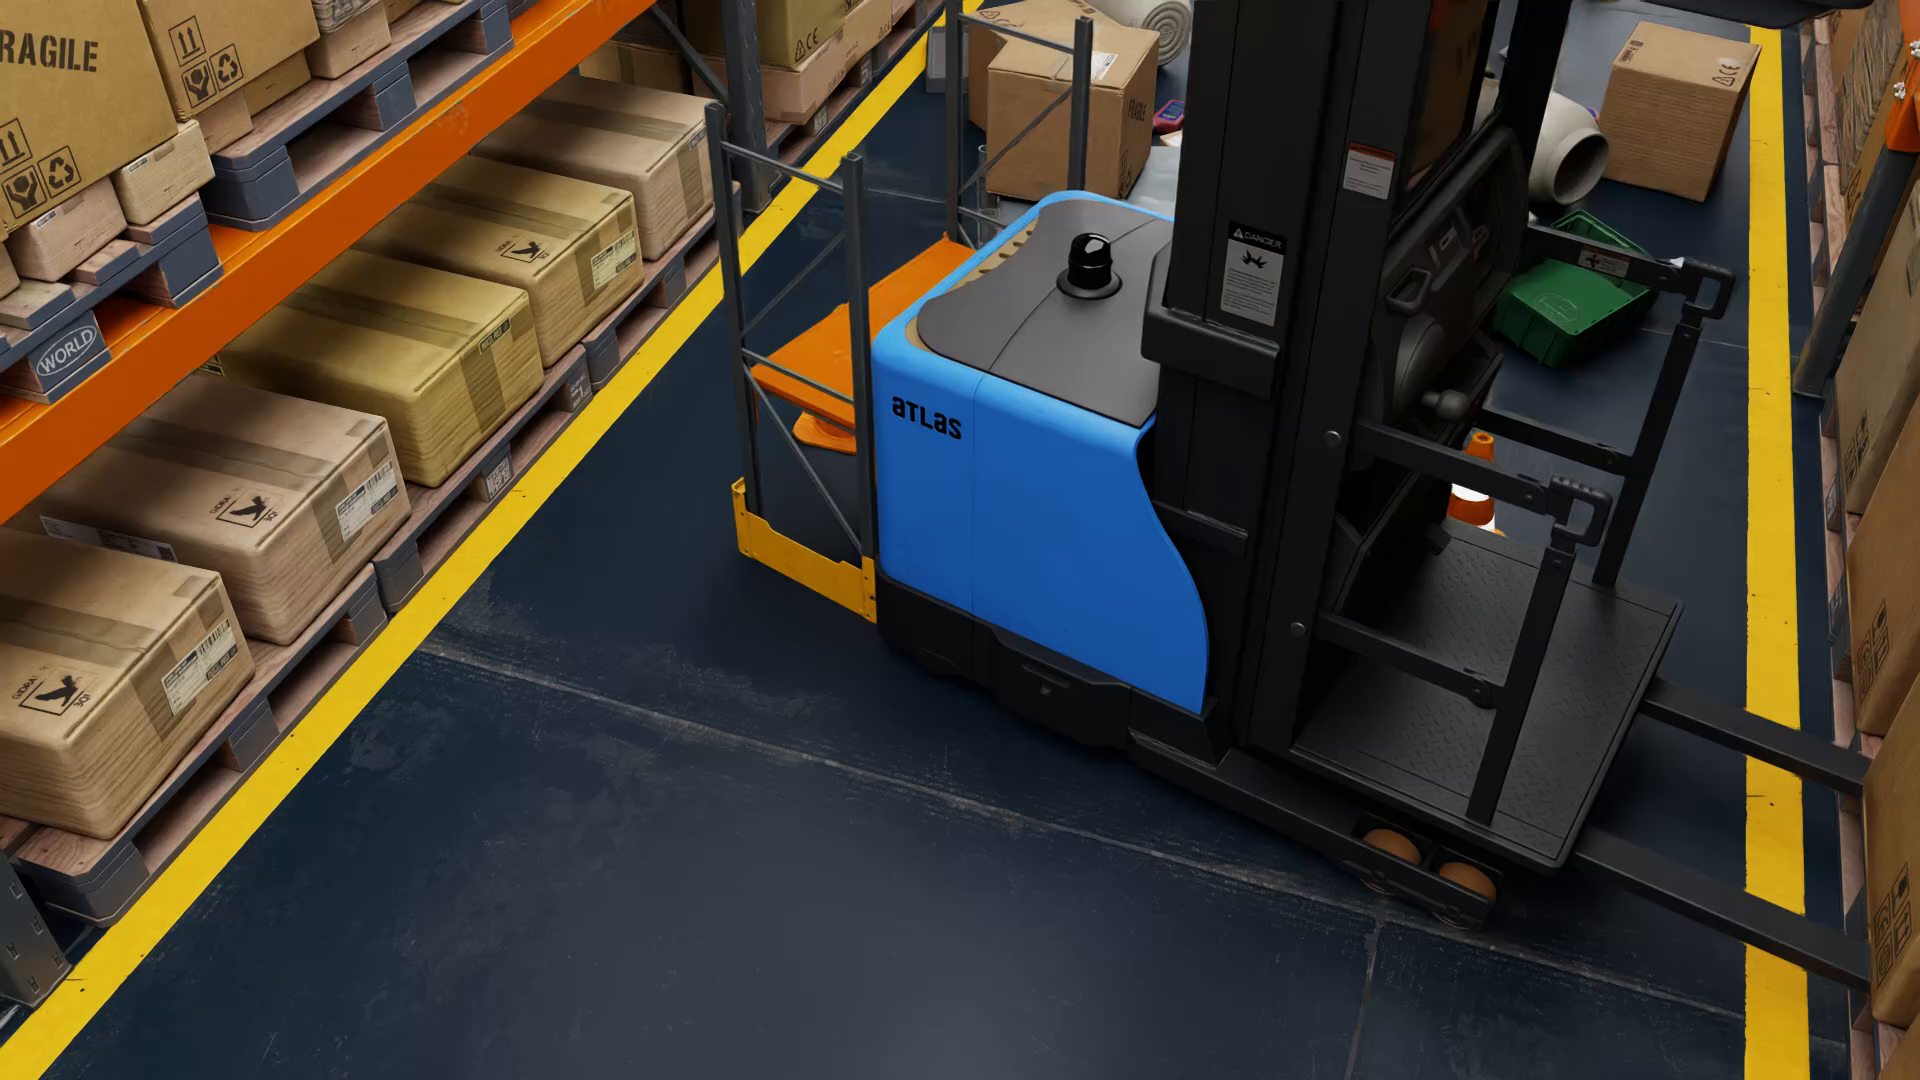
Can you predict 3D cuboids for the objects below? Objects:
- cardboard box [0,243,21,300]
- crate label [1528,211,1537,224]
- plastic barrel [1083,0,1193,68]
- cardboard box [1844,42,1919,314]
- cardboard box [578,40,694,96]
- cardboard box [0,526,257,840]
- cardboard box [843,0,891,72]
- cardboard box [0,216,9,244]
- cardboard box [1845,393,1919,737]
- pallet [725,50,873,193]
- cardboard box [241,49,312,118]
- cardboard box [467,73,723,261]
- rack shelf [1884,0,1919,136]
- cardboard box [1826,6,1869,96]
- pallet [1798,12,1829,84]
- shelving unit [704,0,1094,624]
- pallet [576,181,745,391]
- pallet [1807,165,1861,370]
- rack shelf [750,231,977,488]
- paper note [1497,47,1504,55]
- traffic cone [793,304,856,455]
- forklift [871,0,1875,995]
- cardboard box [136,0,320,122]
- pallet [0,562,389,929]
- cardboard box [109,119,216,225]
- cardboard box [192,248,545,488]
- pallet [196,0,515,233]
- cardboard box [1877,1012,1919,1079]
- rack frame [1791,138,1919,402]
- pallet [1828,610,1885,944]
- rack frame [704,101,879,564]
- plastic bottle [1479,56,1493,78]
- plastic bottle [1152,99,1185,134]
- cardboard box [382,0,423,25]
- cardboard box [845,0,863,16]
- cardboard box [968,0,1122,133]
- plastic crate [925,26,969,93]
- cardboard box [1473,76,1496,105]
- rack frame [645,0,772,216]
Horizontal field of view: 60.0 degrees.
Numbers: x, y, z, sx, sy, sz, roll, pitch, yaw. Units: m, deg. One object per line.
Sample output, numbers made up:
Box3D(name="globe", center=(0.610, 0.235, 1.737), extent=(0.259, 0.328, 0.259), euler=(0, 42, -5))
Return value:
Box3D(name="cardboard box", center=(-2.223, -0.560, 3.465), extent=(0.380, 0.149, 0.250), euler=(11, 42, 12))
Box3D(name="crate label", center=(2.139, -1.251, 6.611), extent=(0.298, 0.136, 0.250), euler=(-13, 42, -15))
Box3D(name="plastic barrel", center=(0.814, -2.477, 7.828), extent=(0.421, 0.421, 0.512), euler=(-21, 45, -22))
Box3D(name="cardboard box", center=(3.697, -1.296, 5.772), extent=(0.875, 0.875, 0.875), euler=(14, 42, 16))
Box3D(name="cardboard box", center=(-1.320, -2.148, 7.251), extent=(0.500, 0.250, 0.500), euler=(15, 43, 17))
Box3D(name="cardboard box", center=(-2.435, 0.324, 4.261), extent=(0.950, 0.372, 0.625), euler=(11, 42, 12))
Box3D(name="cardboard box", center=(-0.642, -2.355, 7.495), extent=(0.500, 0.250, 0.500), euler=(16, 43, 18))
Box3D(name="cardboard box", center=(-2.266, -0.708, 3.139), extent=(0.500, 0.500, 0.500), euler=(12, 42, 14))
Box3D(name="cardboard box", center=(2.955, 0.106, 4.225), extent=(1.050, 0.750, 0.750), euler=(13, 42, 15))
Box3D(name="pallet", center=(-1.073, -1.970, 7.397), extent=(1.003, 0.211, 1.213), euler=(13, 42, 15))
Box3D(name="cardboard box", center=(-1.904, -1.225, 4.245), extent=(0.380, 0.149, 0.250), euler=(15, 43, 17))
Box3D(name="cardboard box", center=(-1.447, -1.453, 6.343), extent=(0.950, 0.372, 0.625), euler=(14, 42, 16))
Box3D(name="rack shelf", center=(4.100, -2.523, 6.450), extent=(1.077, 0.370, 4.000), euler=(13, 42, 15))
Box3D(name="cardboard box", center=(4.316, -2.402, 7.068), extent=(0.875, 0.875, 0.875), euler=(13, 42, 14))
Box3D(name="pallet", center=(4.584, -2.450, 7.960), extent=(1.003, 0.211, 1.213), euler=(13, 42, 15))
Box3D(name="shelving unit", center=(-0.145, -0.707, 4.923), extent=(0.587, 1.500, 1.083), euler=(26, 47, 27))
Box3D(name="pallet", center=(-1.535, -1.078, 6.350), extent=(1.003, 0.211, 1.213), euler=(13, 42, 15))
Box3D(name="pallet", center=(3.750, -0.962, 6.215), extent=(1.003, 0.211, 1.213), euler=(13, 42, 15))
Box3D(name="rack shelf", center=(-0.139, -0.574, 5.045), extent=(0.538, 0.185, 1.000), euler=(26, 47, 27))
Box3D(name="paper note", center=(2.667, -2.332, 7.961), extent=(0.144, 0.017, 0.142), euler=(29, 48, 29))
Box3D(name="traffic cone", center=(-0.378, -0.581, 5.575), extent=(0.336, 0.463, 0.334), euler=(13, 42, 15))
Box3D(name="forklift", center=(1.272, -0.549, 3.635), extent=(3.031, 2.935, 1.130), euler=(23, 45, 24))
Box3D(name="cardboard box", center=(-1.919, -1.353, 3.895), extent=(0.500, 0.500, 0.500), euler=(14, 42, 16))
Box3D(name="pallet", center=(-2.369, 0.411, 4.606), extent=(1.003, 0.211, 1.213), euler=(13, 42, 15))
Box3D(name="cardboard box", center=(-1.973, -0.880, 3.840), extent=(0.380, 0.149, 0.250), euler=(14, 42, 15))
Box3D(name="cardboard box", center=(-1.926, -0.589, 5.331), extent=(0.950, 0.372, 0.625), euler=(15, 43, 17))
Box3D(name="pallet", center=(-1.999, -1.317, 4.631), extent=(1.003, 0.211, 1.213), euler=(13, 42, 15))
Box3D(name="cardboard box", center=(2.341, 1.208, 2.933), extent=(1.050, 0.750, 0.750), euler=(13, 42, 14))
Box3D(name="rack frame", center=(3.416, -1.577, 4.787), extent=(1.000, 3.000, 0.127), euler=(13, 42, 15))
Box3D(name="pallet", center=(2.808, 0.718, 4.246), extent=(1.003, 0.211, 1.213), euler=(13, 42, 15))
Box3D(name="rack frame", center=(-0.444, -0.447, 4.619), extent=(0.500, 1.500, 0.032), euler=(26, 47, 27))
Box3D(name="plastic bottle", center=(2.408, -2.193, 7.773), extent=(0.133, 0.061, 0.283), euler=(0, 40, 0))
Box3D(name="plastic bottle", center=(0.934, -1.867, 7.391), extent=(0.133, 0.061, 0.283), euler=(21, 45, 22))
Box3D(name="cardboard box", center=(-1.735, -1.546, 4.621), extent=(0.380, 0.149, 0.250), euler=(12, 42, 14))
Box3D(name="cardboard box", center=(-0.642, -2.642, 7.252), extent=(0.500, 0.500, 0.500), euler=(15, 43, 17))
Box3D(name="cardboard box", center=(0.375, -2.015, 7.225), extent=(0.500, 0.500, 0.500), euler=(-21, 45, -22))
Box3D(name="plastic crate", center=(0.038, -2.278, 7.859), extent=(0.402, 0.080, 0.583), euler=(0, 40, 0))
Box3D(name="cardboard box", center=(2.273, -1.994, 7.382), extent=(0.396, 0.266, 0.258), euler=(21, 45, 22))
Box3D(name="rack frame", center=(-1.270, -2.614, 6.002), extent=(1.000, 3.000, 0.127), euler=(13, 42, 15))
